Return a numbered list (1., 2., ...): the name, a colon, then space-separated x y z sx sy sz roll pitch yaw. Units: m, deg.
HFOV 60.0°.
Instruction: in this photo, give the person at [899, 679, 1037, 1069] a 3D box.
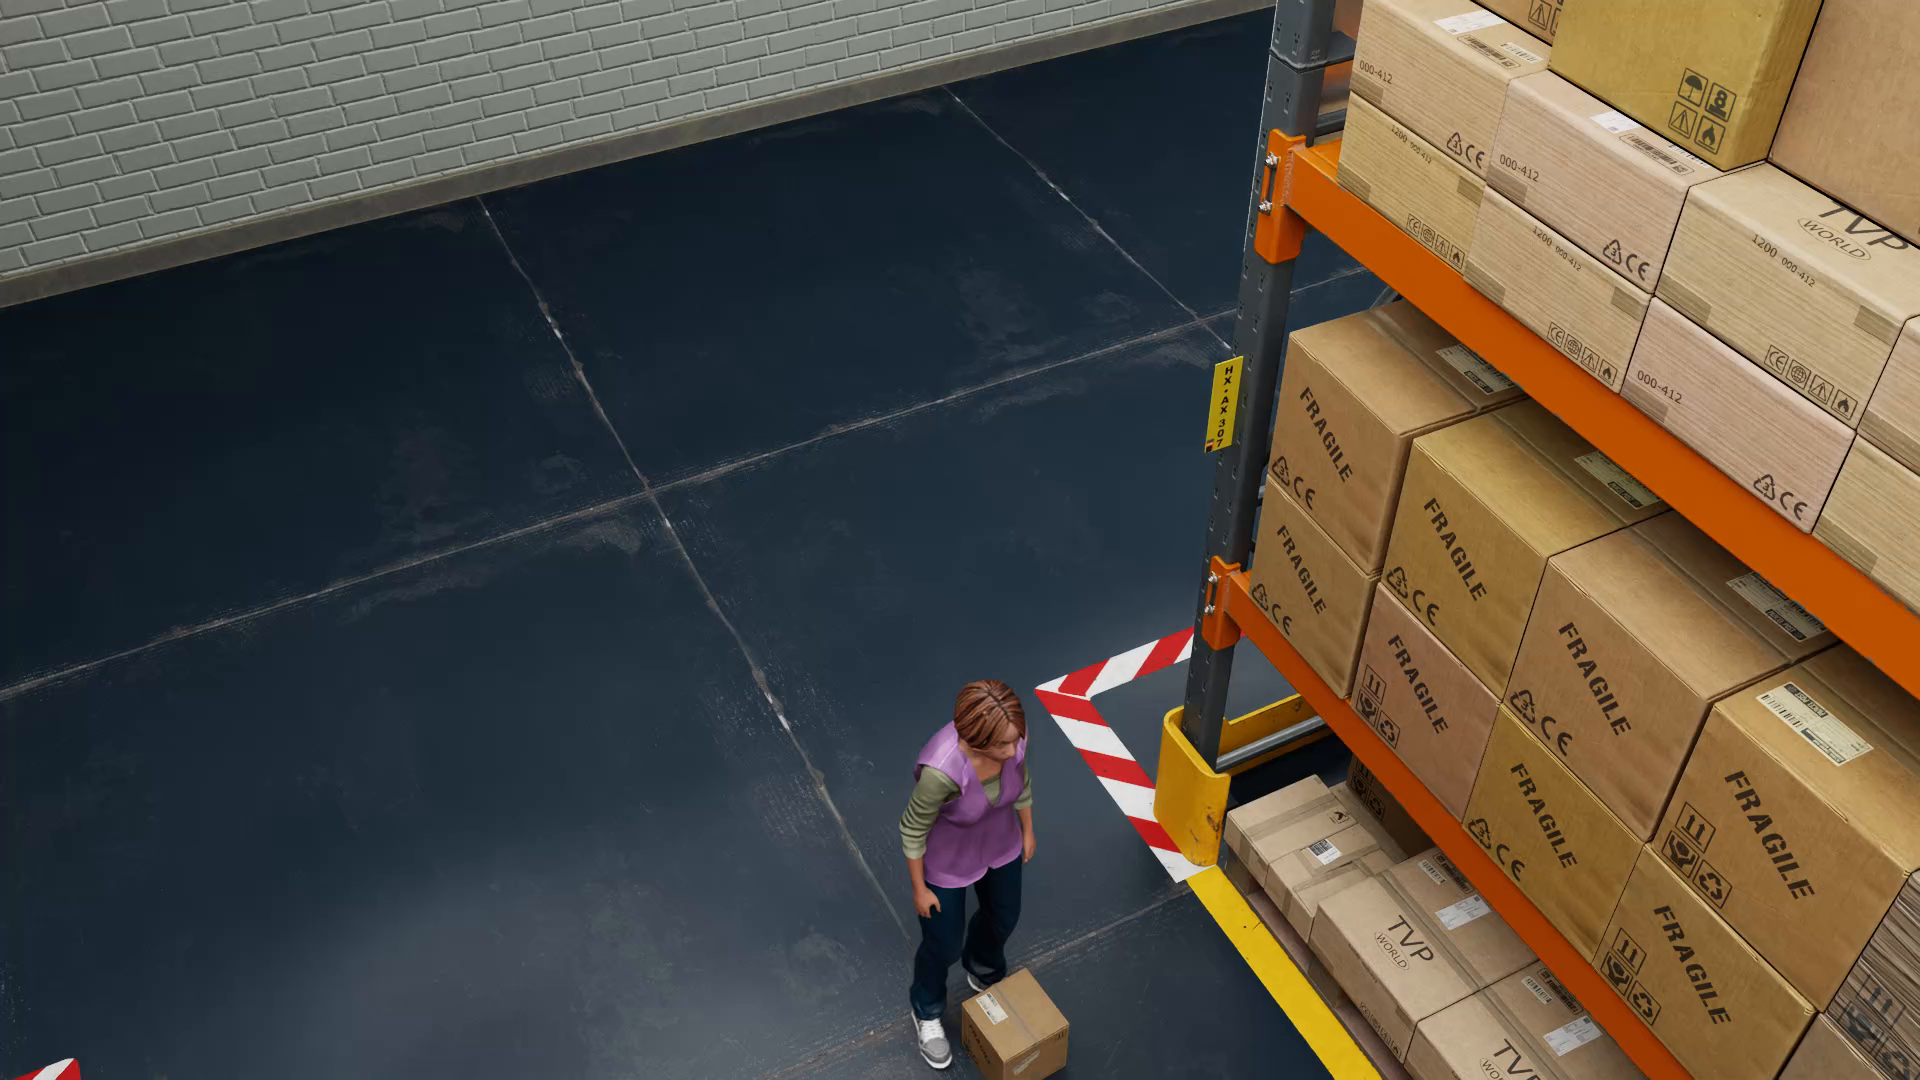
1. person: 0.030 0.976 5.079 0.478 1.591 0.346 -25 47 -25
